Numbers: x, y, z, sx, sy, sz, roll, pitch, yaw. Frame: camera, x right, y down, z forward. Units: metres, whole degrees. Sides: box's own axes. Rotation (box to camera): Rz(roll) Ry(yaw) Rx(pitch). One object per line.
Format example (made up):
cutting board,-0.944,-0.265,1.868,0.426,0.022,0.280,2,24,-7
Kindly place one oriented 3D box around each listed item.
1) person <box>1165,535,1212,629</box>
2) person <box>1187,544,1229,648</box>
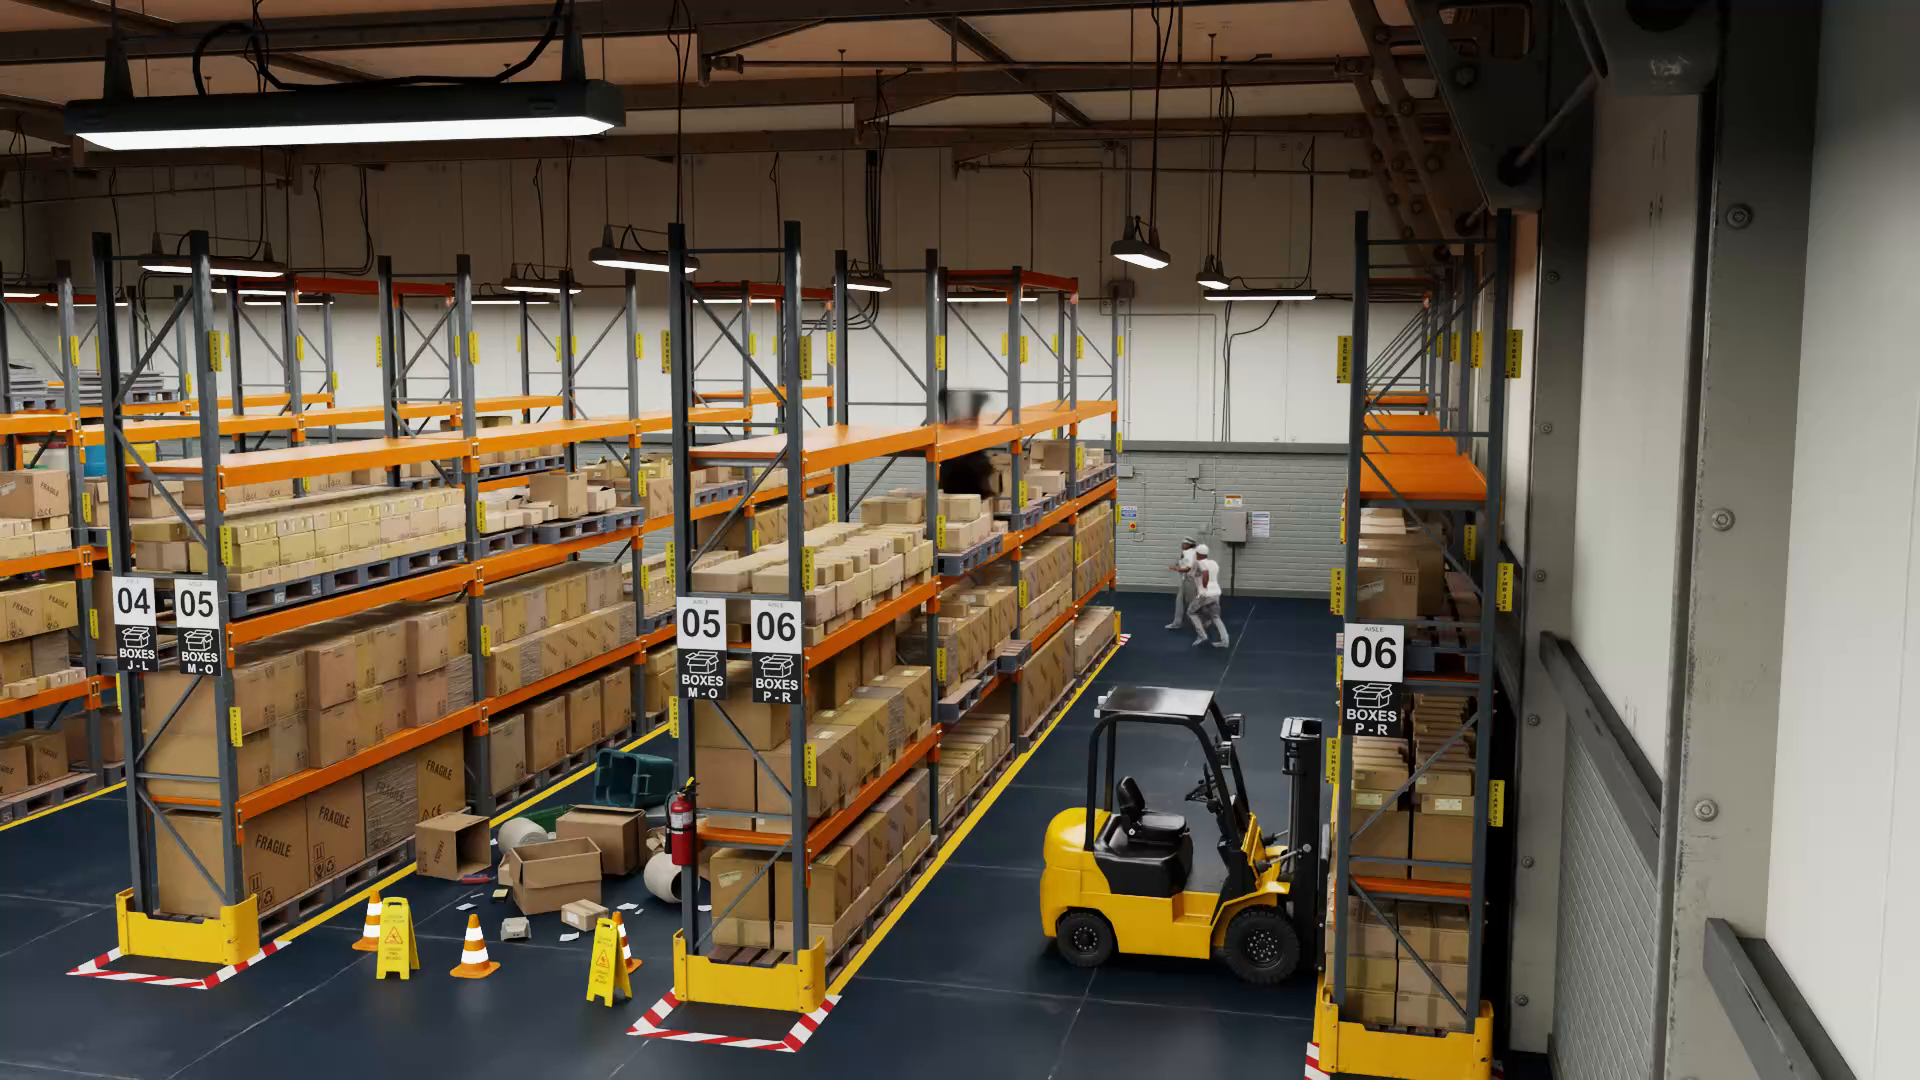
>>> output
person,4.063,0.744,29.286,0.883,1.677,0.589,1,7,9
person,4.112,0.930,27.713,0.627,1.698,0.922,-6,9,-39
